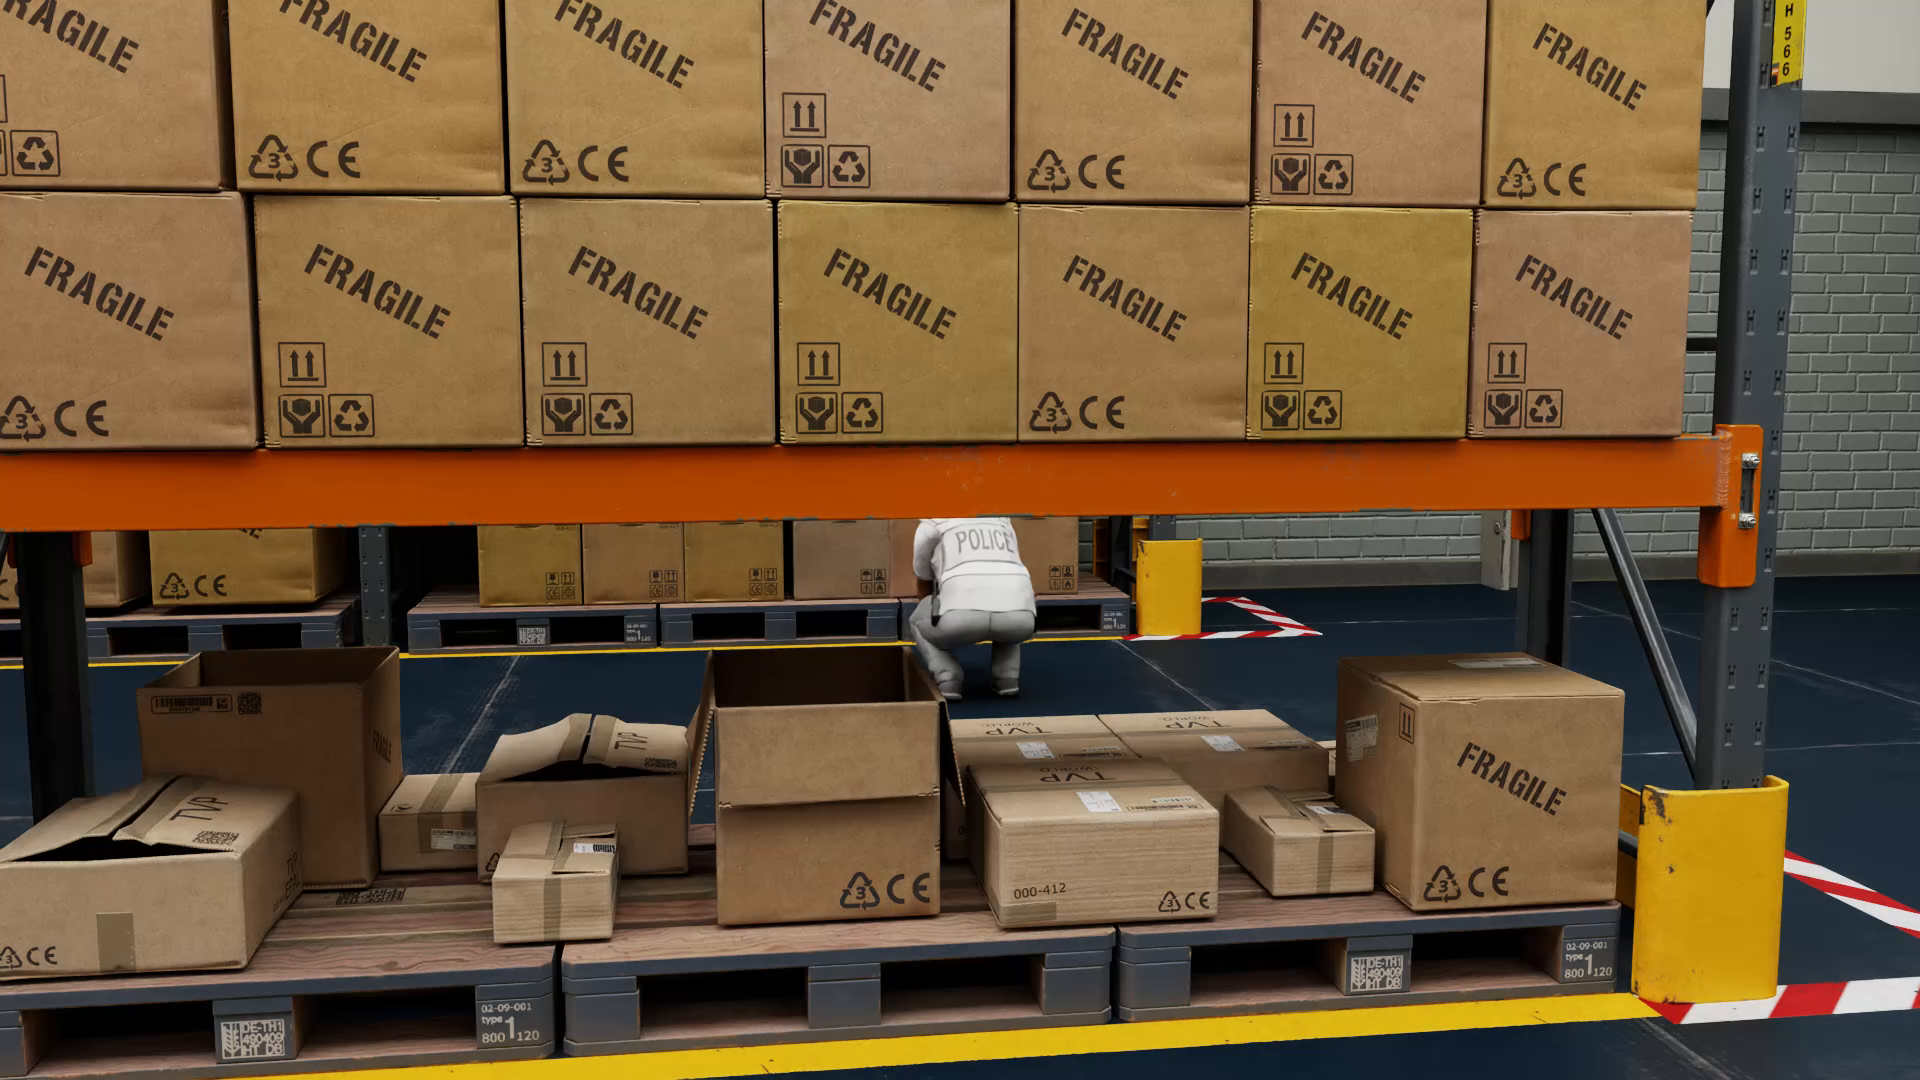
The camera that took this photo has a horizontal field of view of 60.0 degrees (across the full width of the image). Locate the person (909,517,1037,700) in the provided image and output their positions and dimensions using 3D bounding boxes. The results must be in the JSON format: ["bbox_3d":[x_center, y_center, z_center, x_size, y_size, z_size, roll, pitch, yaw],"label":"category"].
[{"bbox_3d":[0.050,0.205,7.290,0.526,0.938,0.846,-1,7,-9],"label":"person"}]
